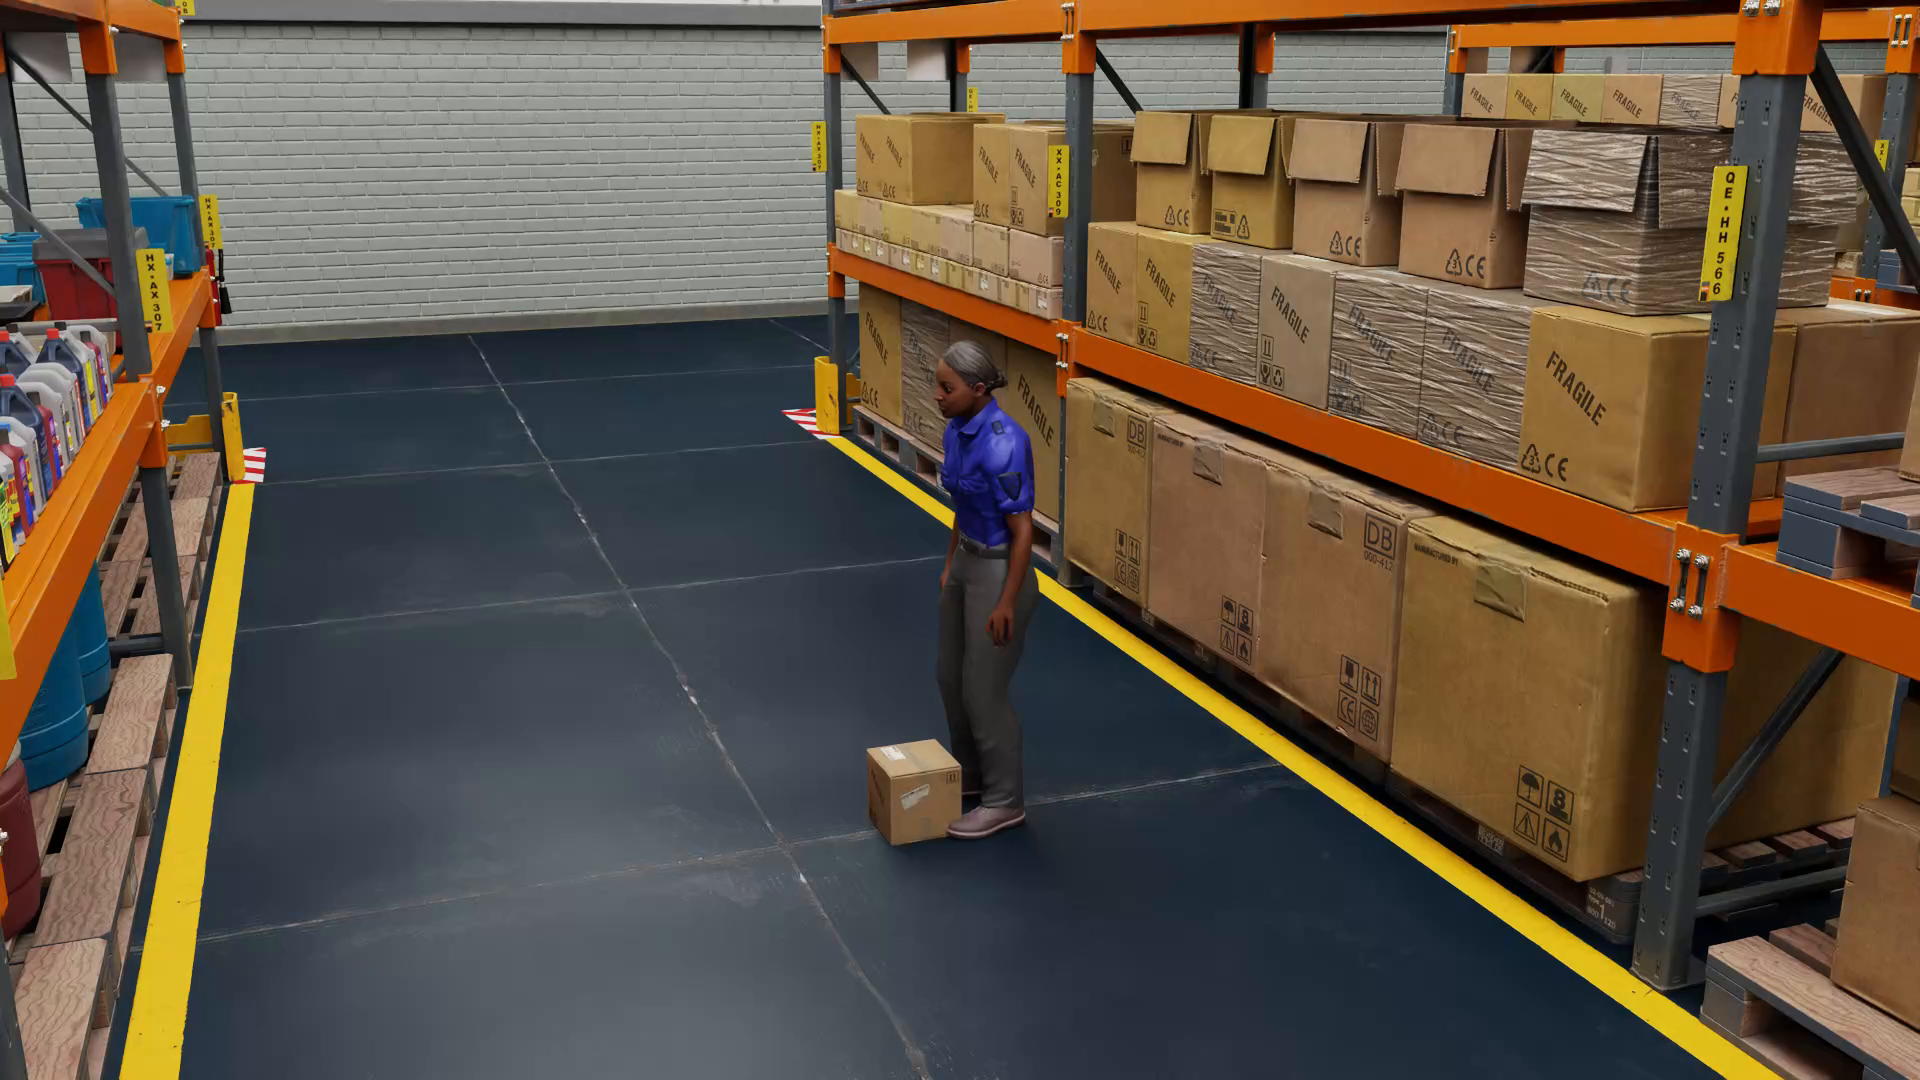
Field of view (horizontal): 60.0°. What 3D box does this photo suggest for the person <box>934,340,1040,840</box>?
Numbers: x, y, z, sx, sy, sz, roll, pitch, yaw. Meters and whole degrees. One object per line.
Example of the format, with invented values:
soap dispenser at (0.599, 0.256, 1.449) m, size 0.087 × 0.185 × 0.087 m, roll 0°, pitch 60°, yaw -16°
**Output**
person at (0.064, 0.149, 5.509) m, size 0.348 × 1.653 × 0.521 m, roll -7°, pitch 17°, yaw -22°
